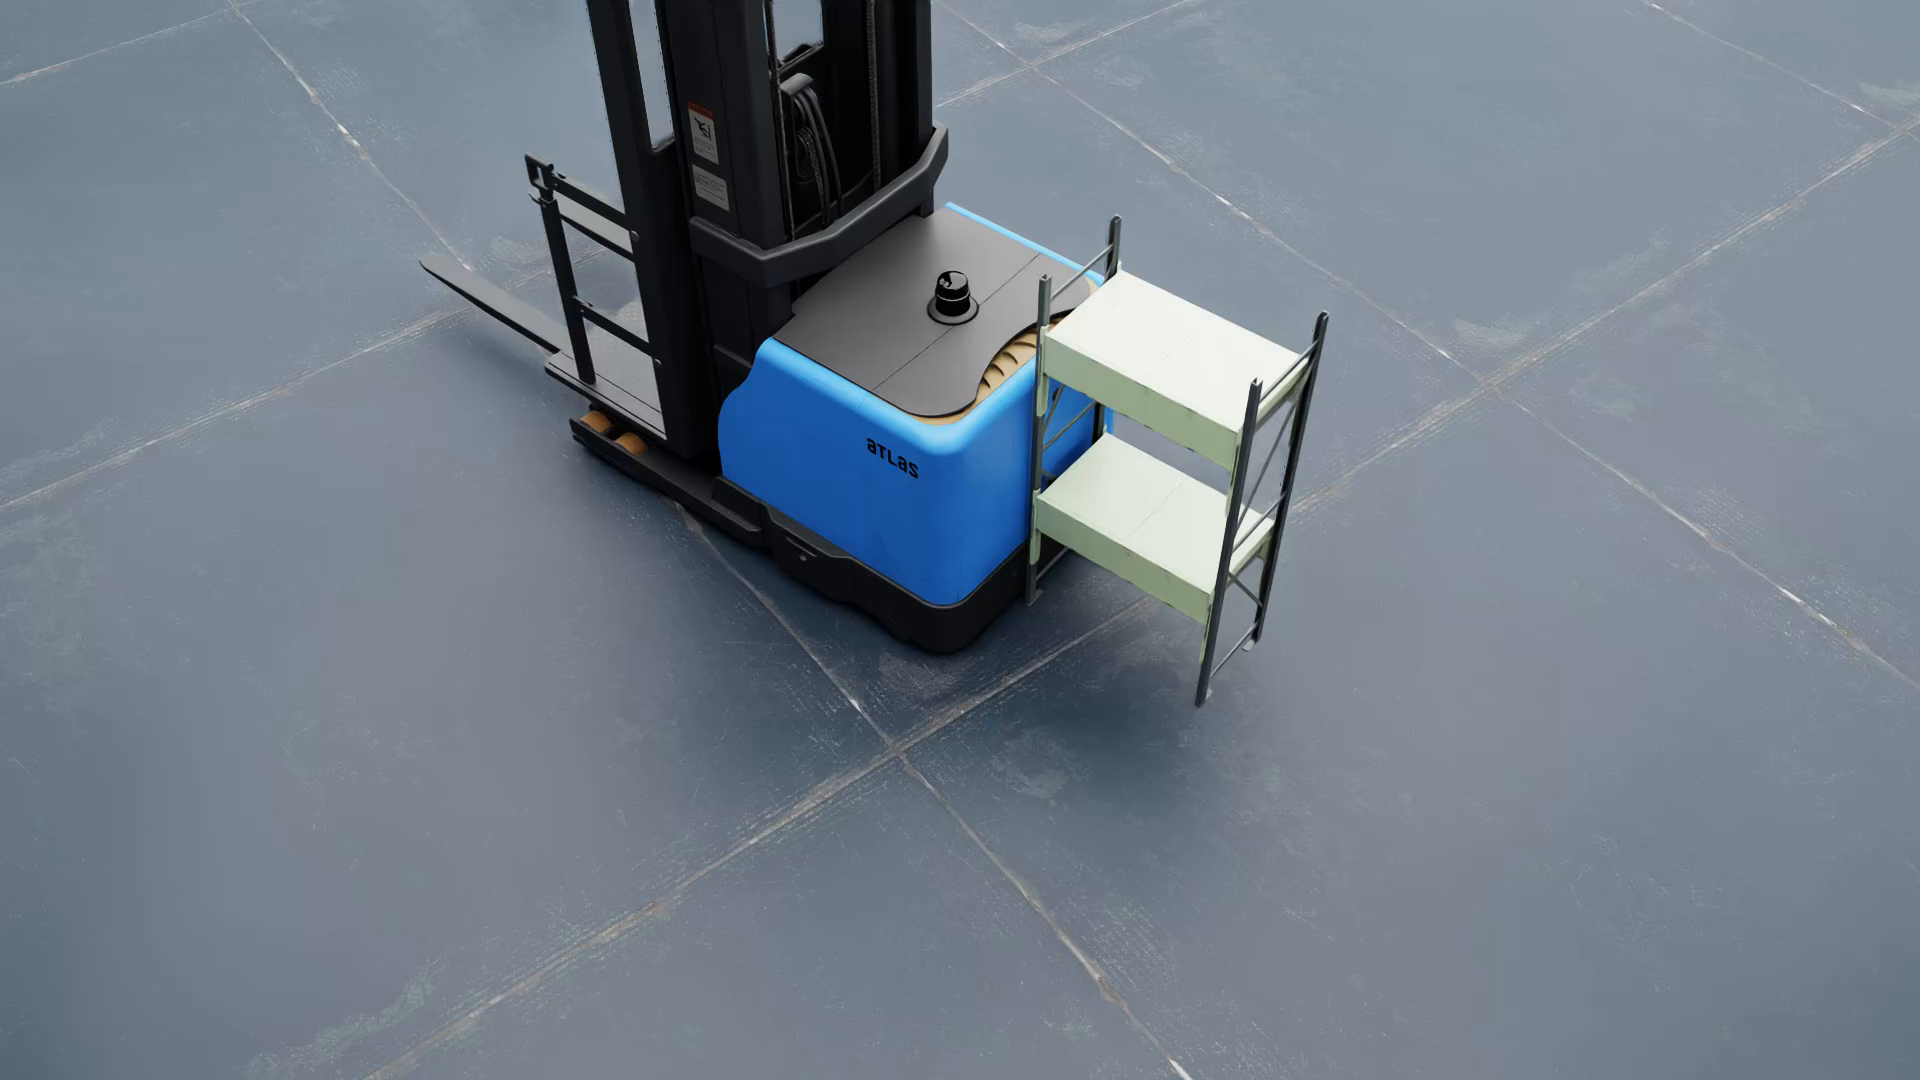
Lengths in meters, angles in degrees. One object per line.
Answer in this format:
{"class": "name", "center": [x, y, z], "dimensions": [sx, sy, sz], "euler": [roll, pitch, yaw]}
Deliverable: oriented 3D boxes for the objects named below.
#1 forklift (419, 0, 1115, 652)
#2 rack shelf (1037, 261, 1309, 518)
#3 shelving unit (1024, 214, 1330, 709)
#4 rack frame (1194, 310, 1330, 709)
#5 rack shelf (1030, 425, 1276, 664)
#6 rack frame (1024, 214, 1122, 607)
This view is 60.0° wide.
{"class": "forklift", "center": [-0.897, -1.514, 5.644], "dimensions": [3.031, 2.935, 1.130], "euler": [31, 55, 25]}
{"class": "rack shelf", "center": [0.654, -0.475, 5.142], "dimensions": [0.720, 0.370, 0.431], "euler": [31, 55, 25]}
{"class": "shelving unit", "center": [0.654, -0.213, 5.431], "dimensions": [0.755, 1.500, 0.431], "euler": [31, 55, 25]}
{"class": "rack frame", "center": [0.940, -0.044, 5.278], "dimensions": [0.023, 1.500, 0.400], "euler": [31, 55, 25]}
{"class": "rack shelf", "center": [0.654, 0.006, 5.672], "dimensions": [0.720, 0.370, 0.431], "euler": [31, 55, 25]}
{"class": "rack frame", "center": [0.368, -0.382, 5.584], "dimensions": [0.023, 1.500, 0.400], "euler": [31, 55, 25]}
